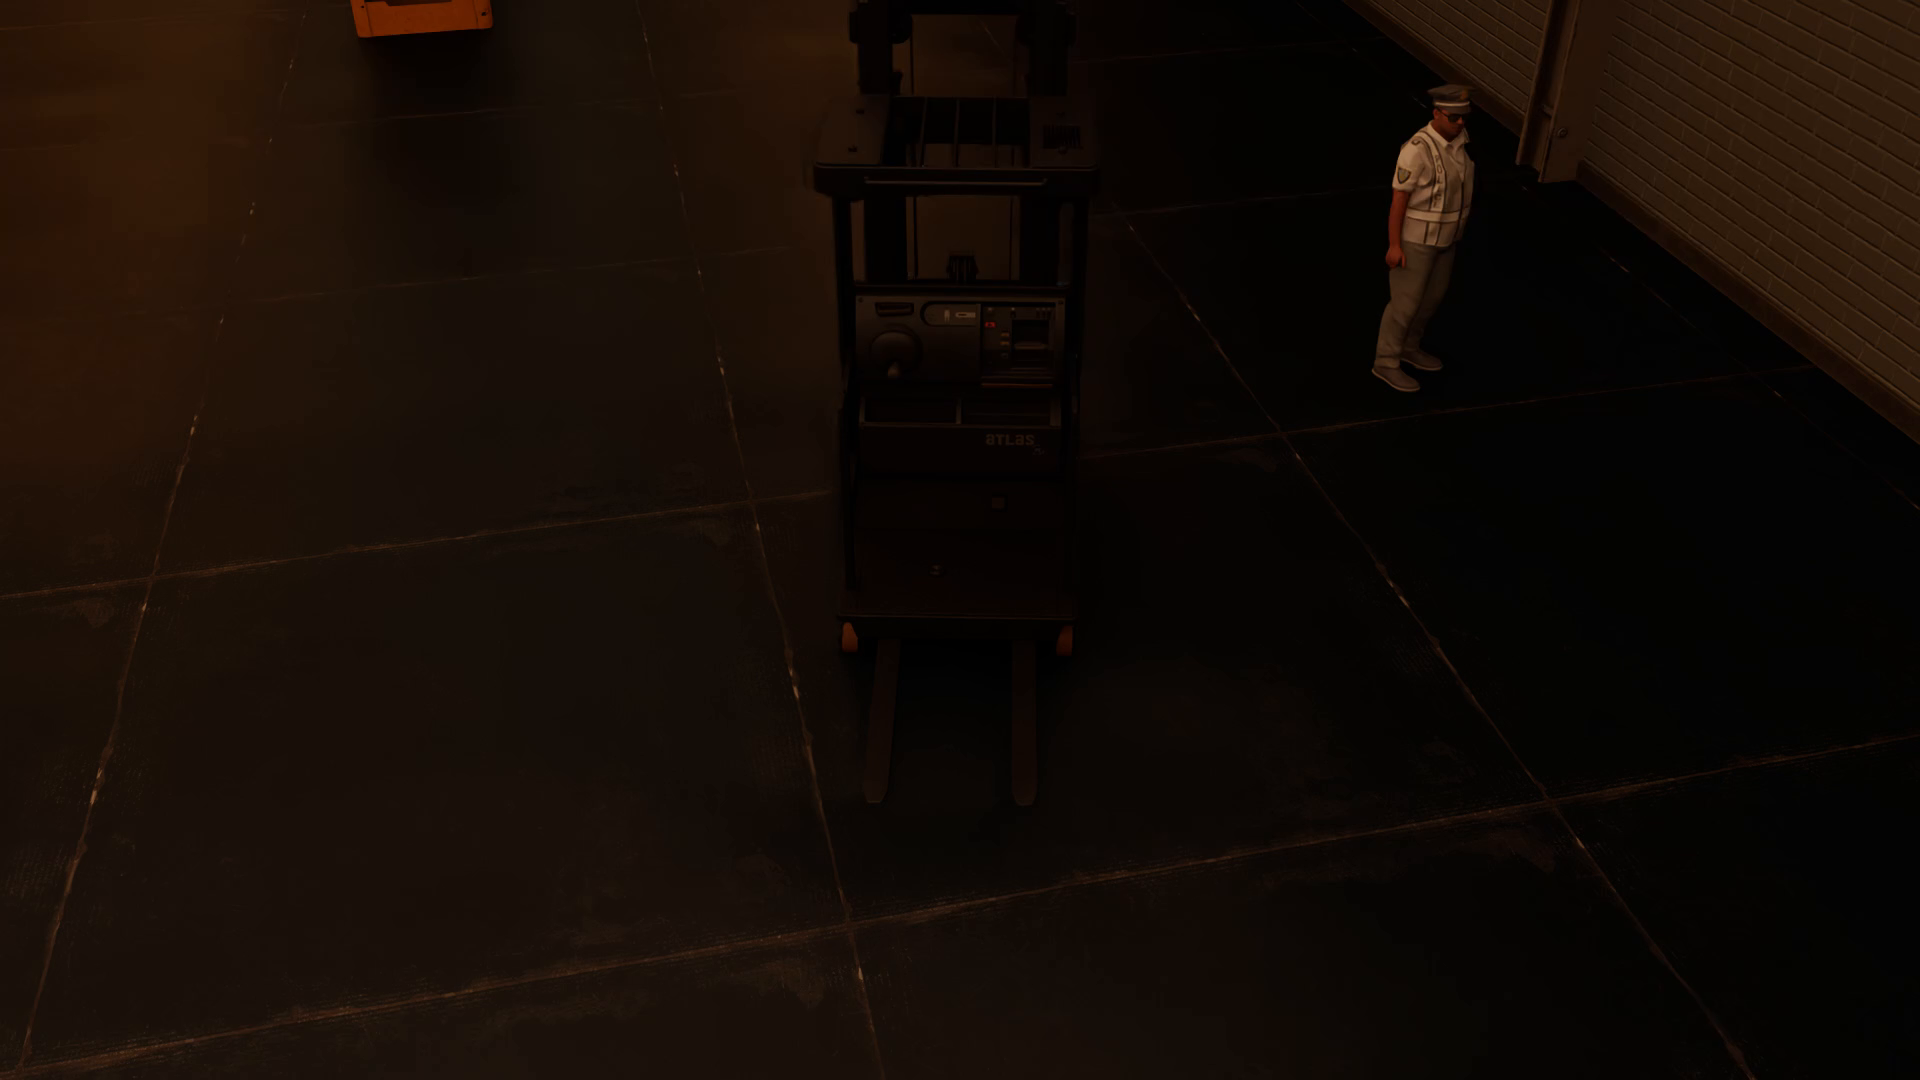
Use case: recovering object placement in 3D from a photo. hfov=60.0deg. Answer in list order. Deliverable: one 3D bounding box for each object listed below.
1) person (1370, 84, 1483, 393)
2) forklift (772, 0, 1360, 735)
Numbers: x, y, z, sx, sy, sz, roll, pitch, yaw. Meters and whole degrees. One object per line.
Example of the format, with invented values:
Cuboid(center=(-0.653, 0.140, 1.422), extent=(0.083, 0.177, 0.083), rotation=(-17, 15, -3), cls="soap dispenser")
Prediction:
Cuboid(center=(2.660, -1.740, 9.463), extent=(0.523, 1.774, 0.396), rotation=(-29, 45, -34), cls="person")
Cuboid(center=(0.468, -0.941, 7.358), extent=(3.031, 2.935, 1.130), rotation=(29, 45, 34), cls="forklift")
